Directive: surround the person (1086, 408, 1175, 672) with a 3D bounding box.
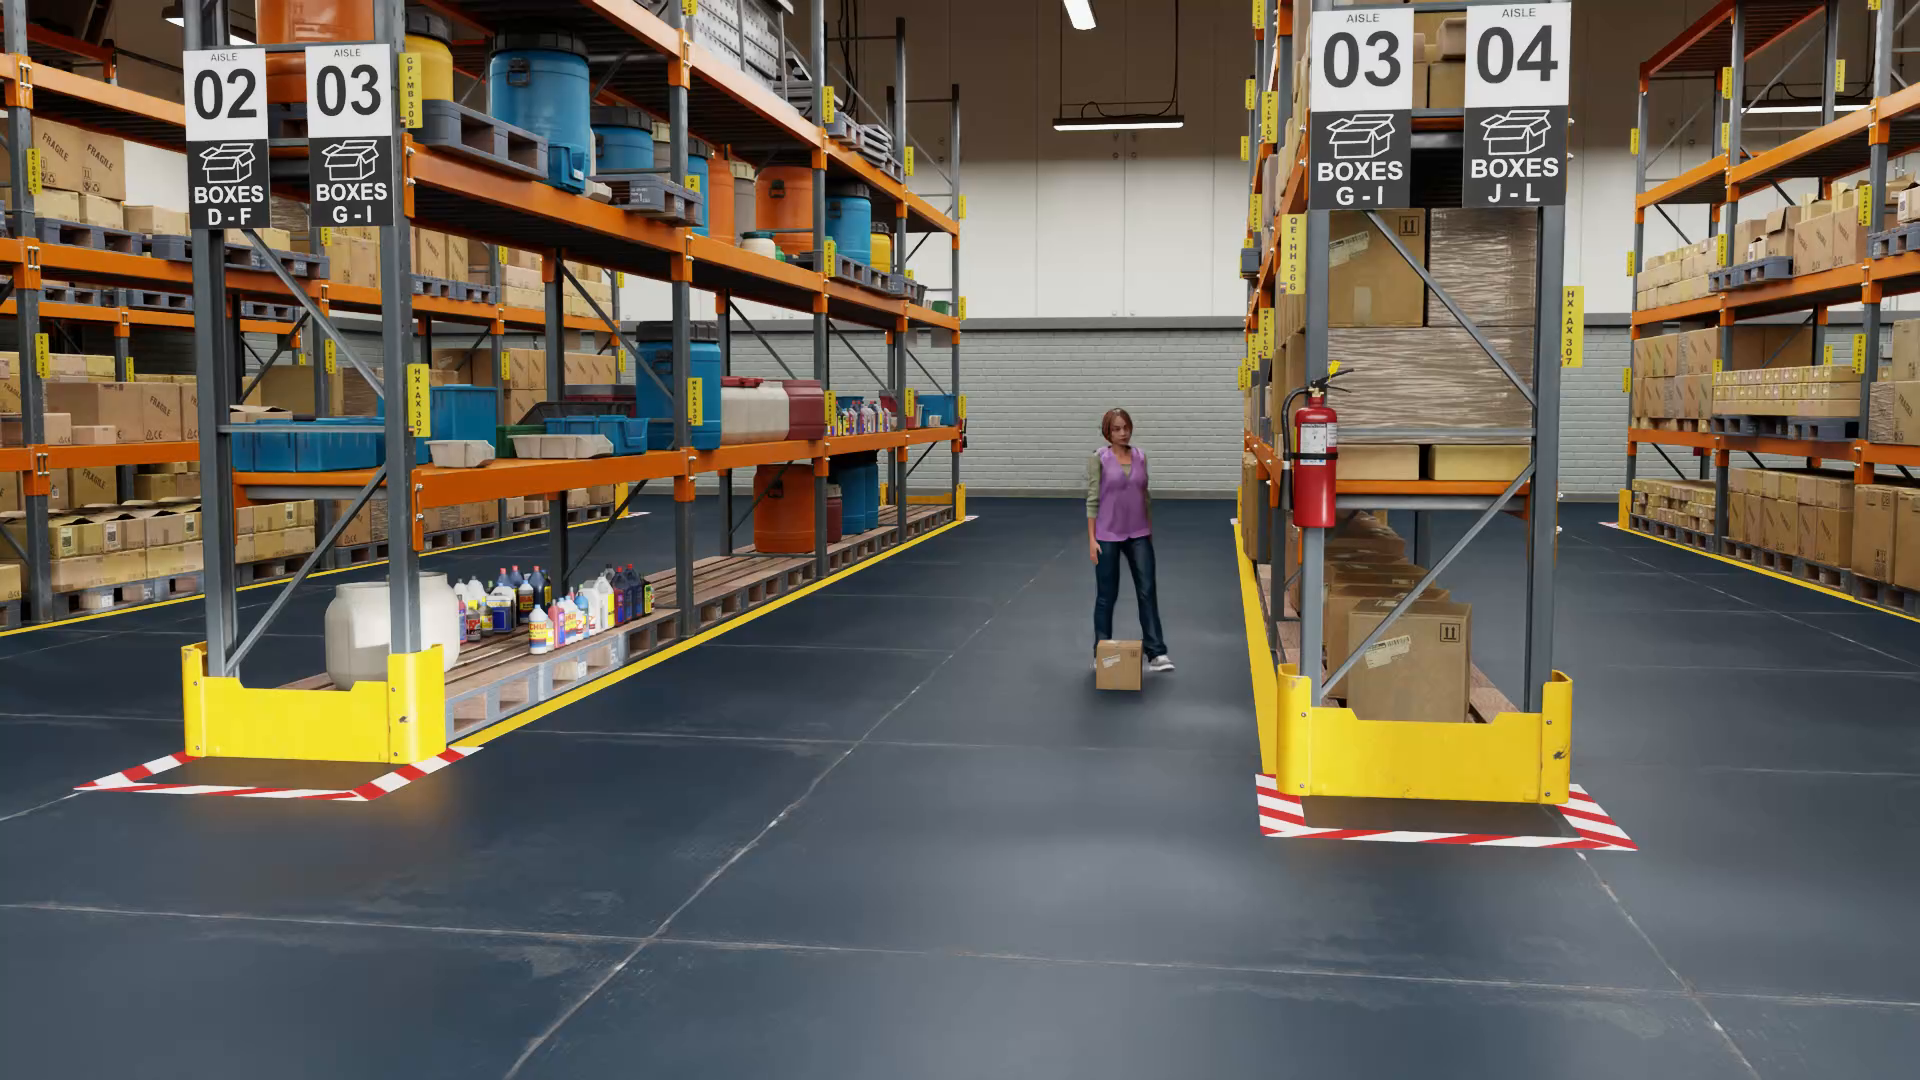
[{"bbox_3d":[0.998,0.013,9.891,0.440,1.598,0.610,-1,5,-14],"label":"person"}]
